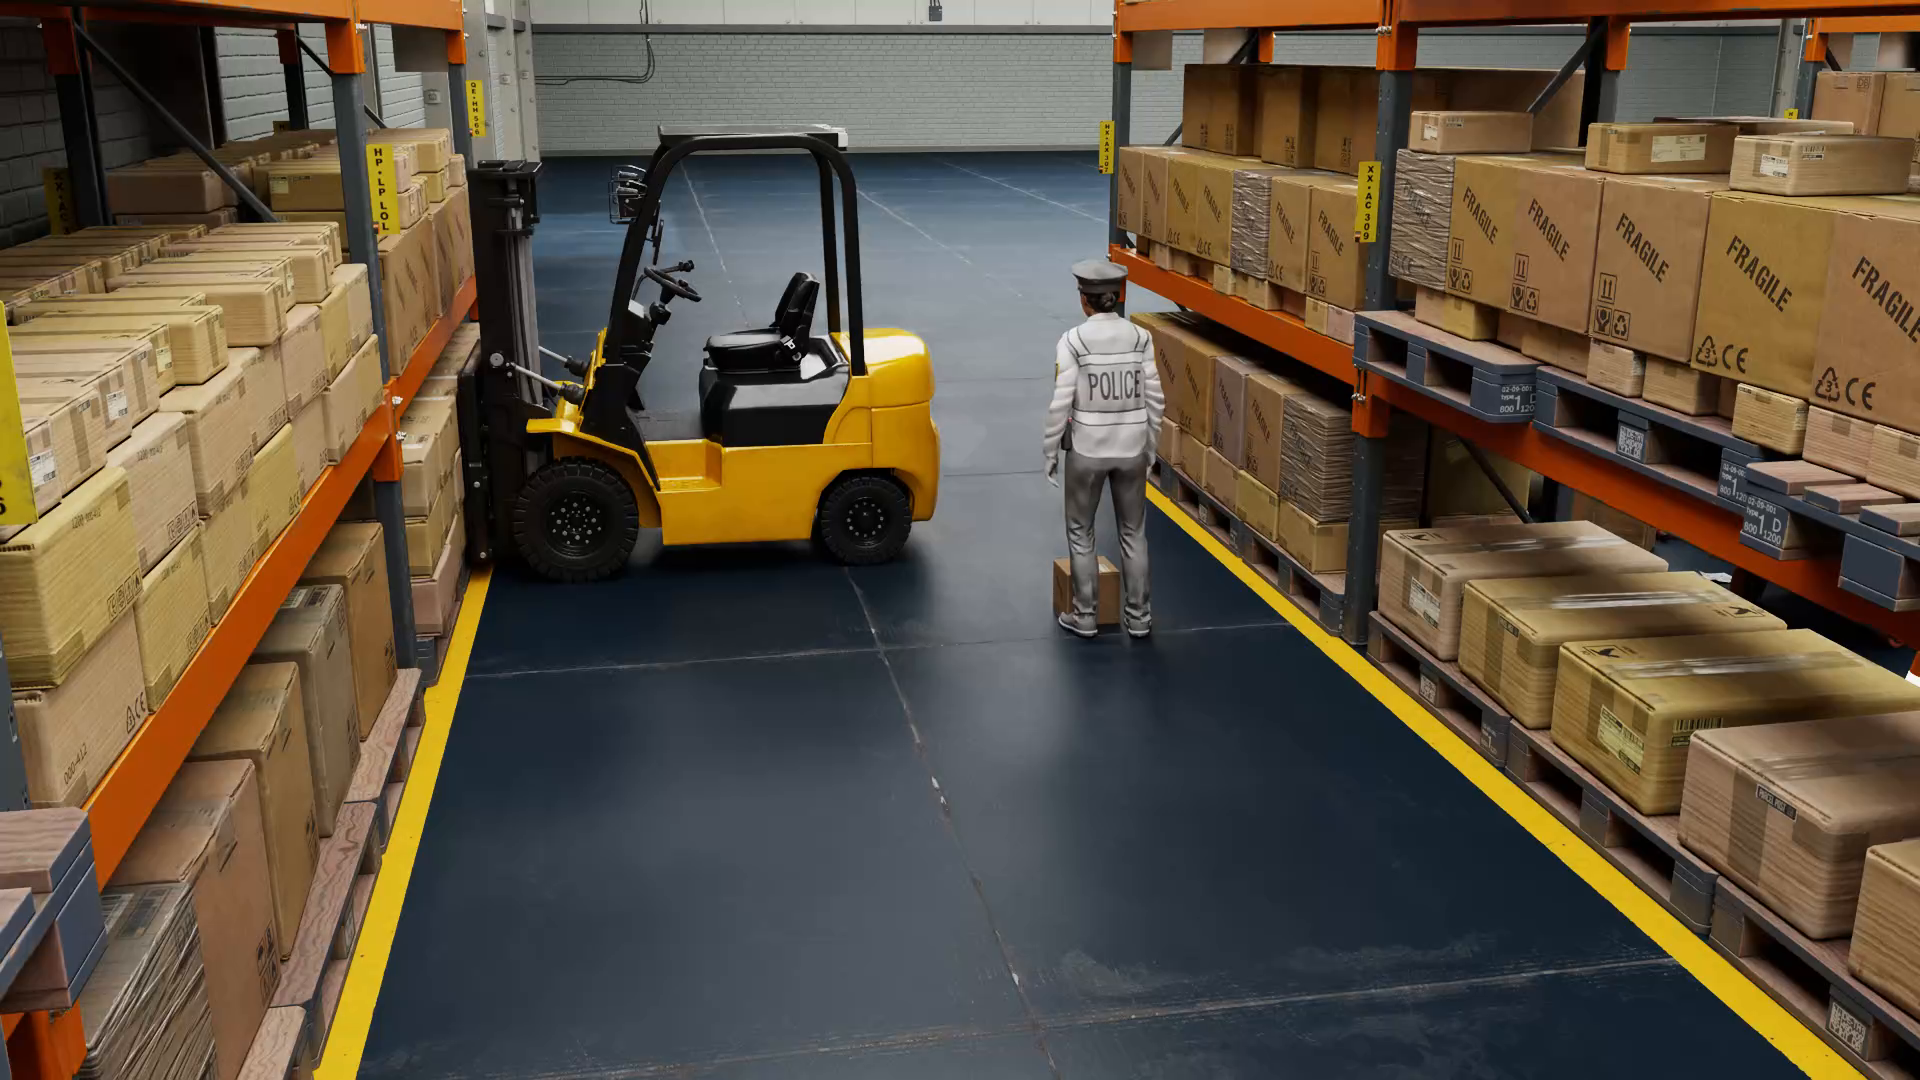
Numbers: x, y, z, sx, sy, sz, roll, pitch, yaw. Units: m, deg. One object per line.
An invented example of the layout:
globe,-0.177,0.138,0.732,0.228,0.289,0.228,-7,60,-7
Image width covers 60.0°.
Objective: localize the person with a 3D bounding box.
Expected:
person,0.624,-0.378,7.311,0.545,1.662,0.407,-4,17,-13
